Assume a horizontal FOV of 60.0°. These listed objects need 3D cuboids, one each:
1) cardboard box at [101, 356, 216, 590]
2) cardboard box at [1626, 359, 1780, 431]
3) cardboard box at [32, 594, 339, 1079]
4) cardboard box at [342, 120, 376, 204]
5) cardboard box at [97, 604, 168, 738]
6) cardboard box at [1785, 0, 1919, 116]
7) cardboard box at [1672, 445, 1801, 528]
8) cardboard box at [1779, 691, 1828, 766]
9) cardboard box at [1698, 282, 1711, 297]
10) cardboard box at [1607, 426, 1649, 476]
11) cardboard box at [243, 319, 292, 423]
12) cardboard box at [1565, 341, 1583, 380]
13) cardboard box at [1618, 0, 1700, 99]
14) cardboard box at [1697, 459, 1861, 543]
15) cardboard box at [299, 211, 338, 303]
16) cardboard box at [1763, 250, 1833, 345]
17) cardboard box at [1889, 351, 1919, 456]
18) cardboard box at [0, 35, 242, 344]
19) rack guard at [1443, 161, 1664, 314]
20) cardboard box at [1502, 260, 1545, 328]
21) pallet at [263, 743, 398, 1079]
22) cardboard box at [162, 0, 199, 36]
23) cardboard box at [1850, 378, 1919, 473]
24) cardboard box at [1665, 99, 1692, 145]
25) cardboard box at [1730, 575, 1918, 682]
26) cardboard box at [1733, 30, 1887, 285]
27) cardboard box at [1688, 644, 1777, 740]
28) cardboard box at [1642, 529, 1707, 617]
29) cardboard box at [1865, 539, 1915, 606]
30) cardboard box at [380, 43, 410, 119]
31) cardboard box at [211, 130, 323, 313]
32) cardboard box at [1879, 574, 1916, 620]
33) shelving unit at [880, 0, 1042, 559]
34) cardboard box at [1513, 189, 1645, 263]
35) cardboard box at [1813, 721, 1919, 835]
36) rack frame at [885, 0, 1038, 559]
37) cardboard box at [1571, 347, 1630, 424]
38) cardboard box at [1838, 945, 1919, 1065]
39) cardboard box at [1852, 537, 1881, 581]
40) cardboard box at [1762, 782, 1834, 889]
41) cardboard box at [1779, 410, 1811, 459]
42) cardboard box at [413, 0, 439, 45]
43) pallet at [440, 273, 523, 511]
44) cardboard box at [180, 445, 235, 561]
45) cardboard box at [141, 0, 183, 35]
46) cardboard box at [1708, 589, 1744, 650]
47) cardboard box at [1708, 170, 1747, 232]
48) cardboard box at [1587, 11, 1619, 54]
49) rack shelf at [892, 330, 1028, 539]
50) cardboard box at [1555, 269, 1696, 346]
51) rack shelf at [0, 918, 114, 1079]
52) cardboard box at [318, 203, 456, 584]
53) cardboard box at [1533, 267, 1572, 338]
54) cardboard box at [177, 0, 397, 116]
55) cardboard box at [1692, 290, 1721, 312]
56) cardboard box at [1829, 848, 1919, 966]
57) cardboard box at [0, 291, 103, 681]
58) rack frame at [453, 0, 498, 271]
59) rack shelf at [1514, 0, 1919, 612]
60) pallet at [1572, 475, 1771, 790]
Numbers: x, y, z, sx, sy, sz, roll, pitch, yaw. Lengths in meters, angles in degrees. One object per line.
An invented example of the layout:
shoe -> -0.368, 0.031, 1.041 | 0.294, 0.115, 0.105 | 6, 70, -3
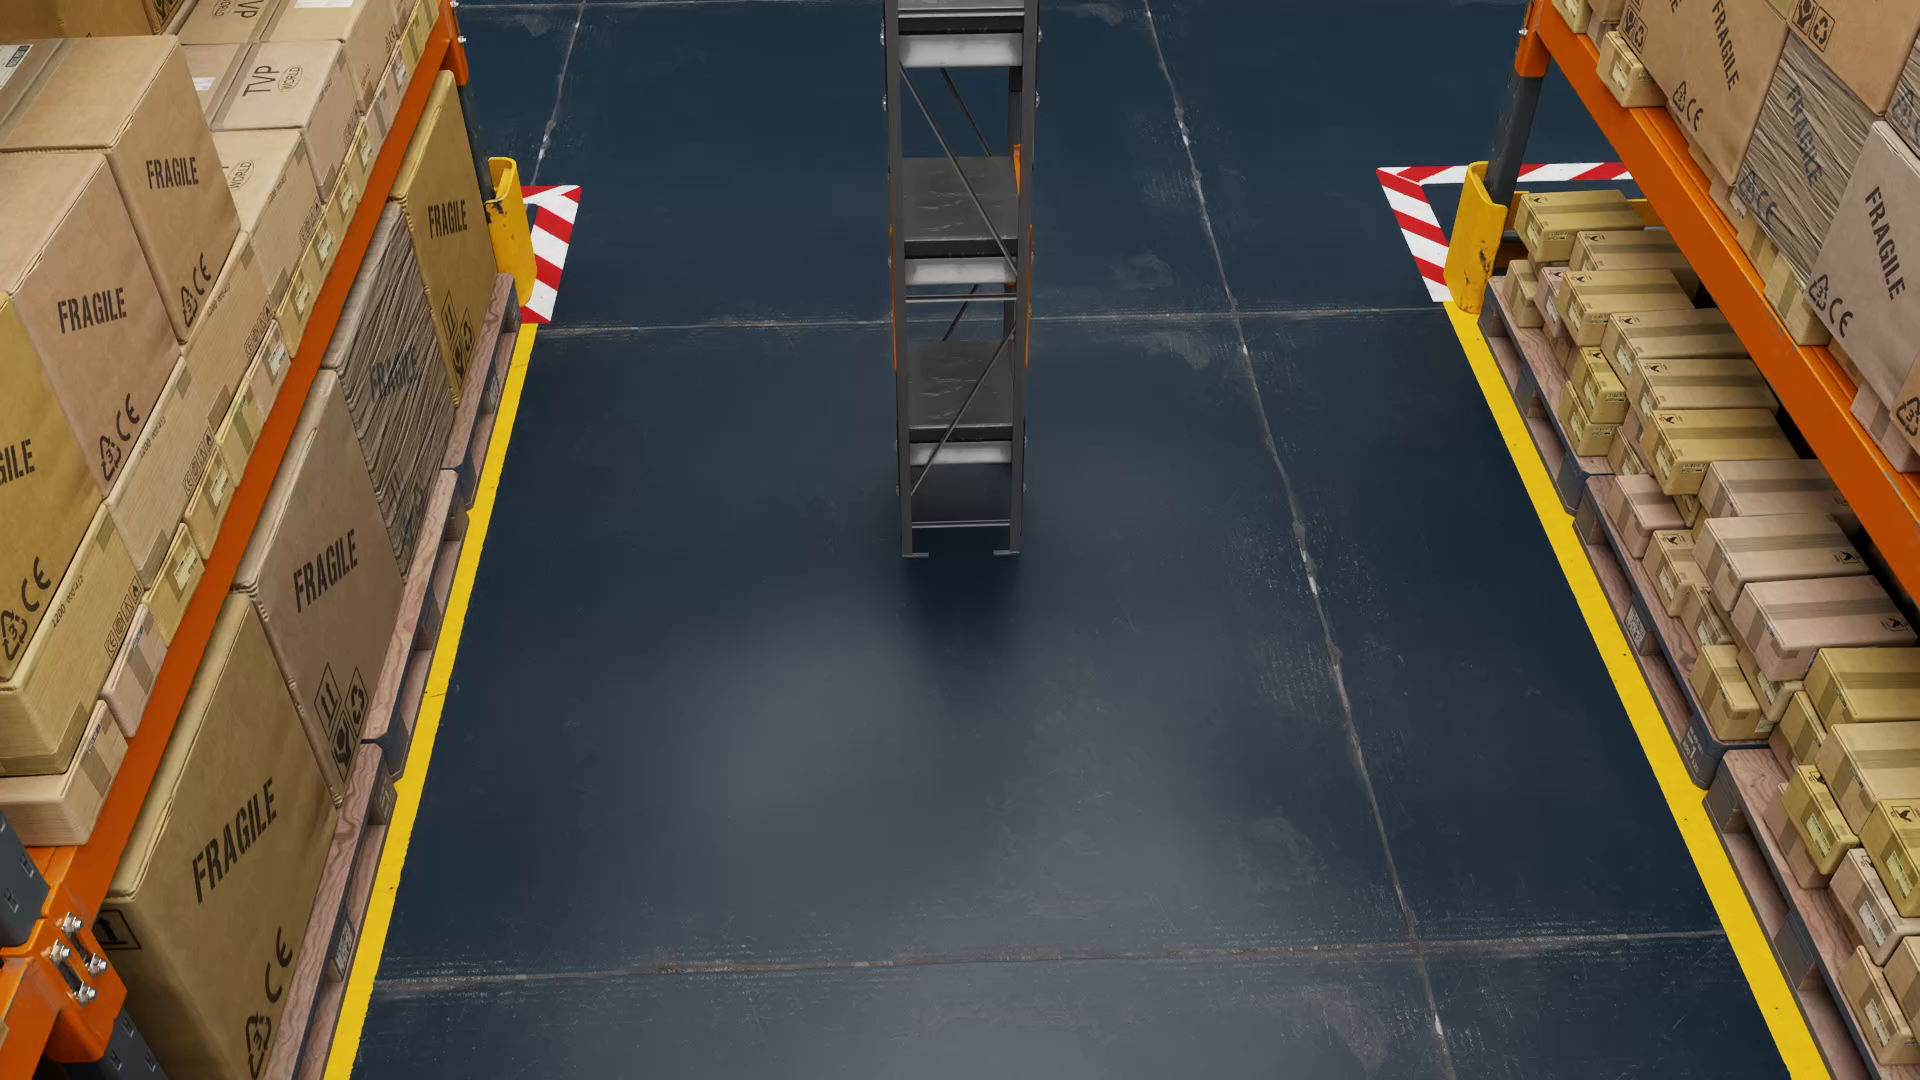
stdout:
cardboard box -> -1.958, -0.144, 3.578 | 0.500, 0.250, 0.500 | -2, 43, -2
cardboard box -> 2.399, -0.455, 5.385 | 0.380, 0.149, 0.250 | 0, 43, 0
cardboard box -> -2.132, 0.751, 3.972 | 0.875, 0.875, 0.875 | -2, 43, -2
cardboard box -> -1.965, -1.117, 4.934 | 0.380, 0.149, 0.250 | -3, 43, -3
cardboard box -> -1.875, 0.277, 3.414 | 0.380, 0.149, 0.250 | -3, 43, -3
cardboard box -> 2.413, -1.372, 3.993 | 0.500, 0.500, 0.500 | -3, 43, -3
cardboard box -> 2.487, -0.173, 5.297 | 0.380, 0.149, 0.250 | 0, 43, 0
cardboard box -> 2.479, 0.545, 4.515 | 0.380, 0.149, 0.250 | -1, 43, -1
cardboard box -> 2.835, -1.006, 5.986 | 0.380, 0.149, 0.250 | -1, 43, -1
cardboard box -> 2.426, -0.258, 5.611 | 0.380, 0.149, 0.250 | -2, 43, -2
cardboard box -> -1.920, -0.421, 4.175 | 0.380, 0.149, 0.250 | -1, 43, -1
cardboard box -> 2.419, -0.603, 5.987 | 0.380, 0.149, 0.250 | -1, 43, -1
cardboard box -> 2.397, -1.679, 5.068 | 0.500, 0.500, 0.500 | -2, 43, -2
cardboard box -> 2.471, -0.109, 5.008 | 0.380, 0.149, 0.250 | -2, 43, -2
cardboard box -> -1.945, -0.774, 4.561 | 0.380, 0.149, 0.250 | -1, 43, -1
cardboard box -> 2.392, -0.650, 4.426 | 0.380, 0.149, 0.250 | -1, 43, -1
cardboard box -> 2.452, -0.319, 3.584 | 0.500, 0.500, 0.500 | -3, 43, -3
cardboard box -> -1.989, -0.775, 3.711 | 0.500, 0.500, 0.500 | -3, 43, -3
rack guard -> 2.609, -1.231, 6.723 | 1.175, 0.500, 0.348 | -2, 43, -2
cardboard box -> 2.308, -0.945, 6.360 | 0.380, 0.149, 0.250 | -1, 43, -1
pallet -> -2.138, 1.083, 4.412 | 1.003, 0.211, 1.213 | -2, 43, -2
cardboard box -> -2.575, -1.502, 5.059 | 0.500, 0.250, 0.500 | -2, 43, -2
cardboard box -> 2.431, -0.307, 4.051 | 0.380, 0.149, 0.250 | -3, 43, -4
cardboard box -> 2.450, -1.358, 5.198 | 0.380, 0.149, 0.250 | 0, 43, 0
cardboard box -> 2.396, 0.244, 4.623 | 0.380, 0.149, 0.250 | -4, 43, -4
cardboard box -> 2.433, -1.004, 4.331 | 0.500, 0.500, 0.500 | -3, 43, -3
cardboard box -> 2.375, 0.439, 4.850 | 0.380, 0.149, 0.250 | -2, 43, -2
cardboard box -> 2.387, 0.099, 5.221 | 0.380, 0.149, 0.250 | -2, 43, -2
cardboard box -> 2.899, 0.047, 4.838 | 0.380, 0.149, 0.250 | -3, 43, -4
cardboard box -> -1.987, -1.460, 5.309 | 0.380, 0.149, 0.250 | -2, 43, -2
cardboard box -> -1.999, -0.827, 4.323 | 0.500, 0.250, 0.500 | -2, 43, -2
cardboard box -> 2.989, 0.156, 4.938 | 0.380, 0.149, 0.250 | -2, 43, -2
shelving unit -> -0.007, -0.886, 5.162 | 0.431, 2.100, 0.503 | -2, 43, -2
cardboard box -> 2.289, -1.164, 6.158 | 0.380, 0.149, 0.250 | -3, 43, -4
cardboard box -> 2.432, 0.601, 4.233 | 0.380, 0.149, 0.250 | -2, 43, -2
rack frame -> 0.003, -0.721, 4.983 | 0.400, 2.100, 0.015 | -2, 43, -2
cardboard box -> 2.328, -0.531, 5.688 | 0.380, 0.149, 0.250 | 0, 43, 0
cardboard box -> 2.419, 1.138, 4.088 | 0.380, 0.149, 0.250 | -1, 43, -1
cardboard box -> 2.898, 0.088, 5.233 | 0.380, 0.149, 0.250 | -1, 43, -1
cardboard box -> 2.416, 0.783, 4.475 | 0.380, 0.149, 0.250 | -3, 43, -3
cardboard box -> 2.972, -0.369, 5.512 | 0.380, 0.149, 0.250 | -1, 43, -1
cardboard box -> -2.010, -1.806, 5.687 | 0.380, 0.149, 0.250 | -1, 43, -1
pallet -> -2.242, -0.564, 6.209 | 1.003, 0.211, 1.213 | -2, 43, -2
cardboard box -> -1.900, -0.079, 3.802 | 0.380, 0.149, 0.250 | -3, 43, -3
cardboard box -> -2.582, -1.791, 4.820 | 0.500, 0.500, 0.500 | -3, 43, -3
cardboard box -> 2.458, 0.192, 4.900 | 0.380, 0.149, 0.250 | -4, 43, -4
cardboard box -> 2.419, -1.007, 4.815 | 0.380, 0.149, 0.250 | -2, 43, -3
cardboard box -> 2.344, -1.713, 5.584 | 0.380, 0.149, 0.250 | 0, 43, 0
rack shelf -> -0.007, -0.360, 5.645 | 0.431, 0.518, 0.480 | -2, 43, -2
cardboard box -> 2.303, -0.807, 5.770 | 0.380, 0.149, 0.250 | -2, 43, -2
rack shelf -> -2.099, 2.186, 1.678 | 1.077, 0.370, 4.000 | -2, 43, -2
cardboard box -> -2.208, -0.457, 5.291 | 0.875, 0.875, 0.875 | -2, 43, -2
cardboard box -> 2.327, -0.870, 6.058 | 0.380, 0.149, 0.250 | -2, 43, -2
cardboard box -> -2.047, -1.522, 5.082 | 0.500, 0.250, 0.500 | -2, 43, -3
cardboard box -> 2.871, -0.891, 6.081 | 0.380, 0.149, 0.250 | -3, 43, -3
cardboard box -> 2.421, 0.897, 4.130 | 0.380, 0.149, 0.250 | -4, 43, -4
cardboard box -> -1.949, -0.091, 2.965 | 0.500, 0.500, 0.500 | -2, 43, -2
rack frame -> -2.354, -2.130, 5.854 | 1.000, 3.000, 0.127 | -2, 43, -2
rack shelf -> 2.691, -0.589, 4.705 | 1.077, 0.370, 4.000 | -2, 43, -2
pallet -> 2.657, 0.246, 5.325 | 1.003, 0.211, 1.213 | -2, 43, -2
